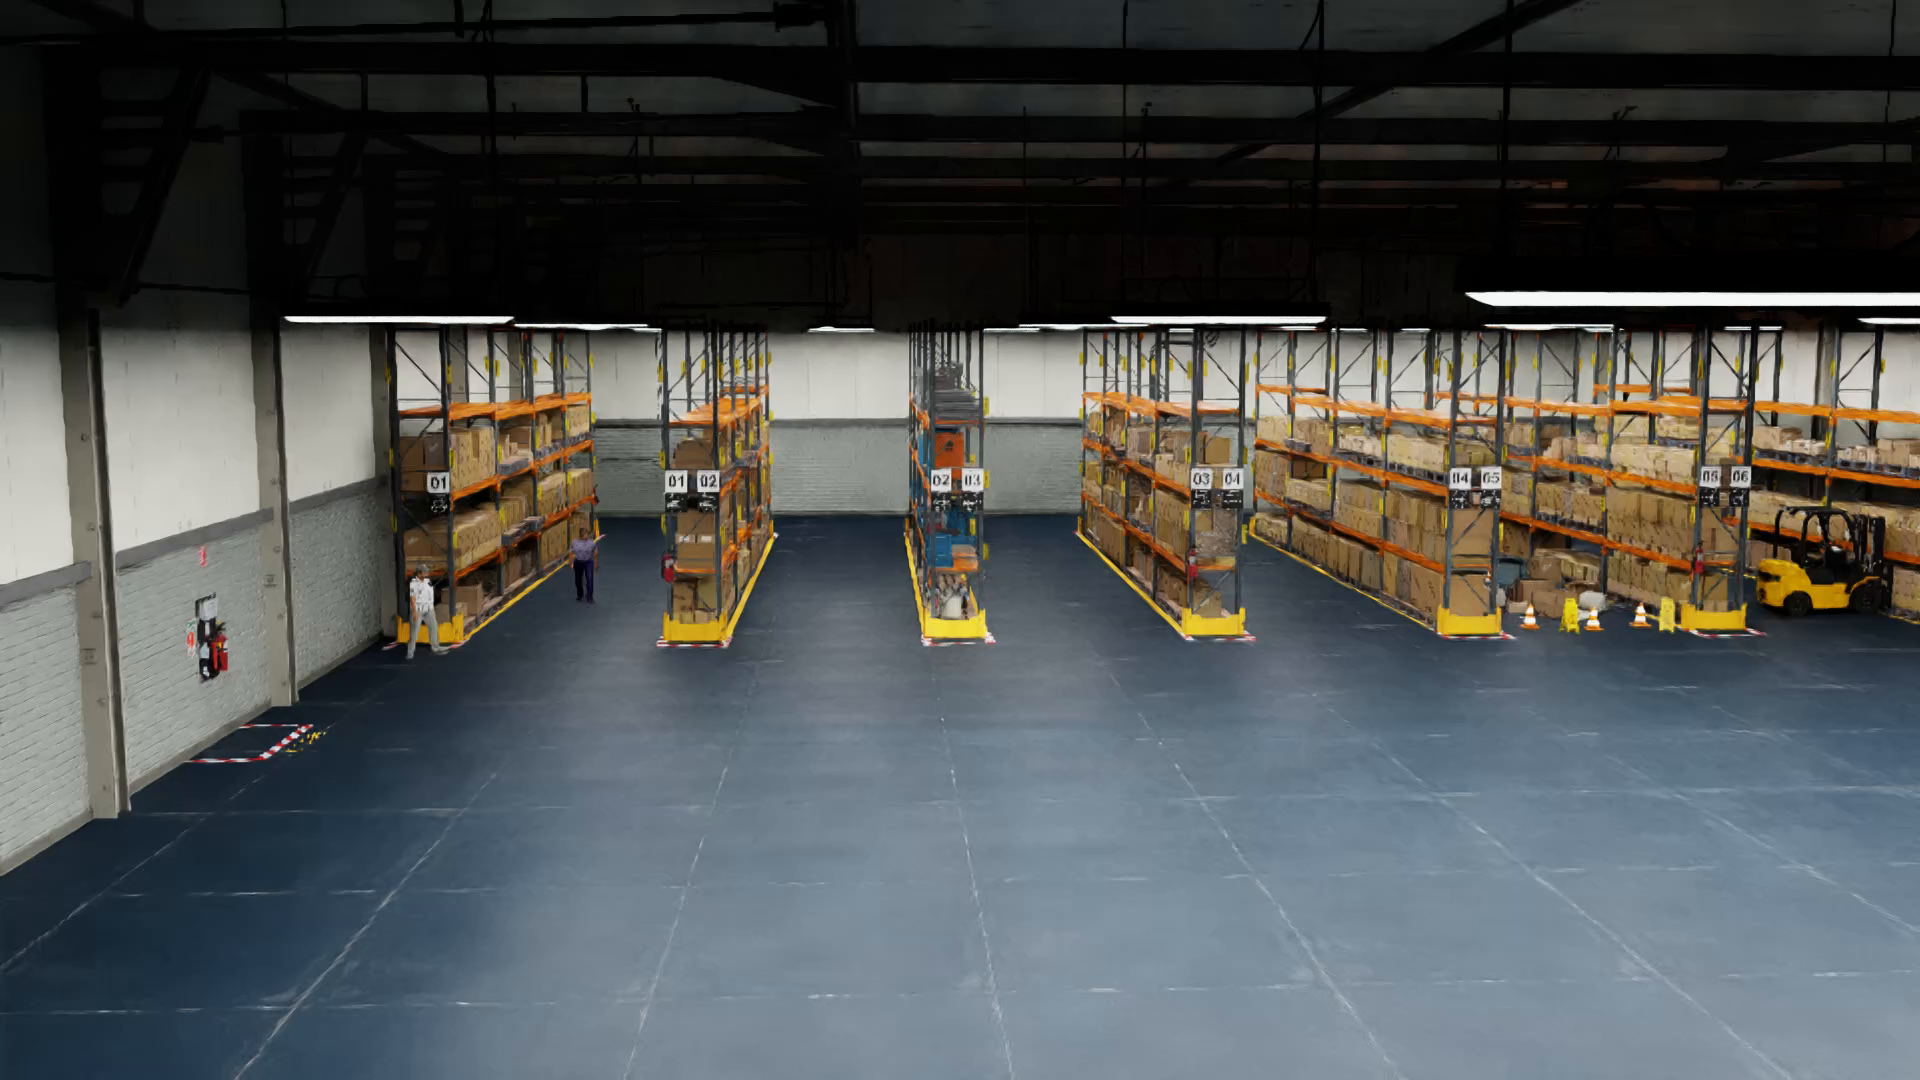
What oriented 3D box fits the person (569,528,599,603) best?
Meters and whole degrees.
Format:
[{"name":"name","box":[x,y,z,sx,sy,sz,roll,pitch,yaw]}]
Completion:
[{"name":"person","box":[-8.088,0.514,35.780,0.605,1.612,0.662,-1,7,-11]}]

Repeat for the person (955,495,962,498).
[{"name":"person","box":[-0.004,-0.719,45.659,0.613,1.608,0.809,-3,8,-21]}]

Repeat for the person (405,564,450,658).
[{"name":"person","box":[-9.538,1.245,29.588,0.526,1.656,0.717,4,8,28]}]
